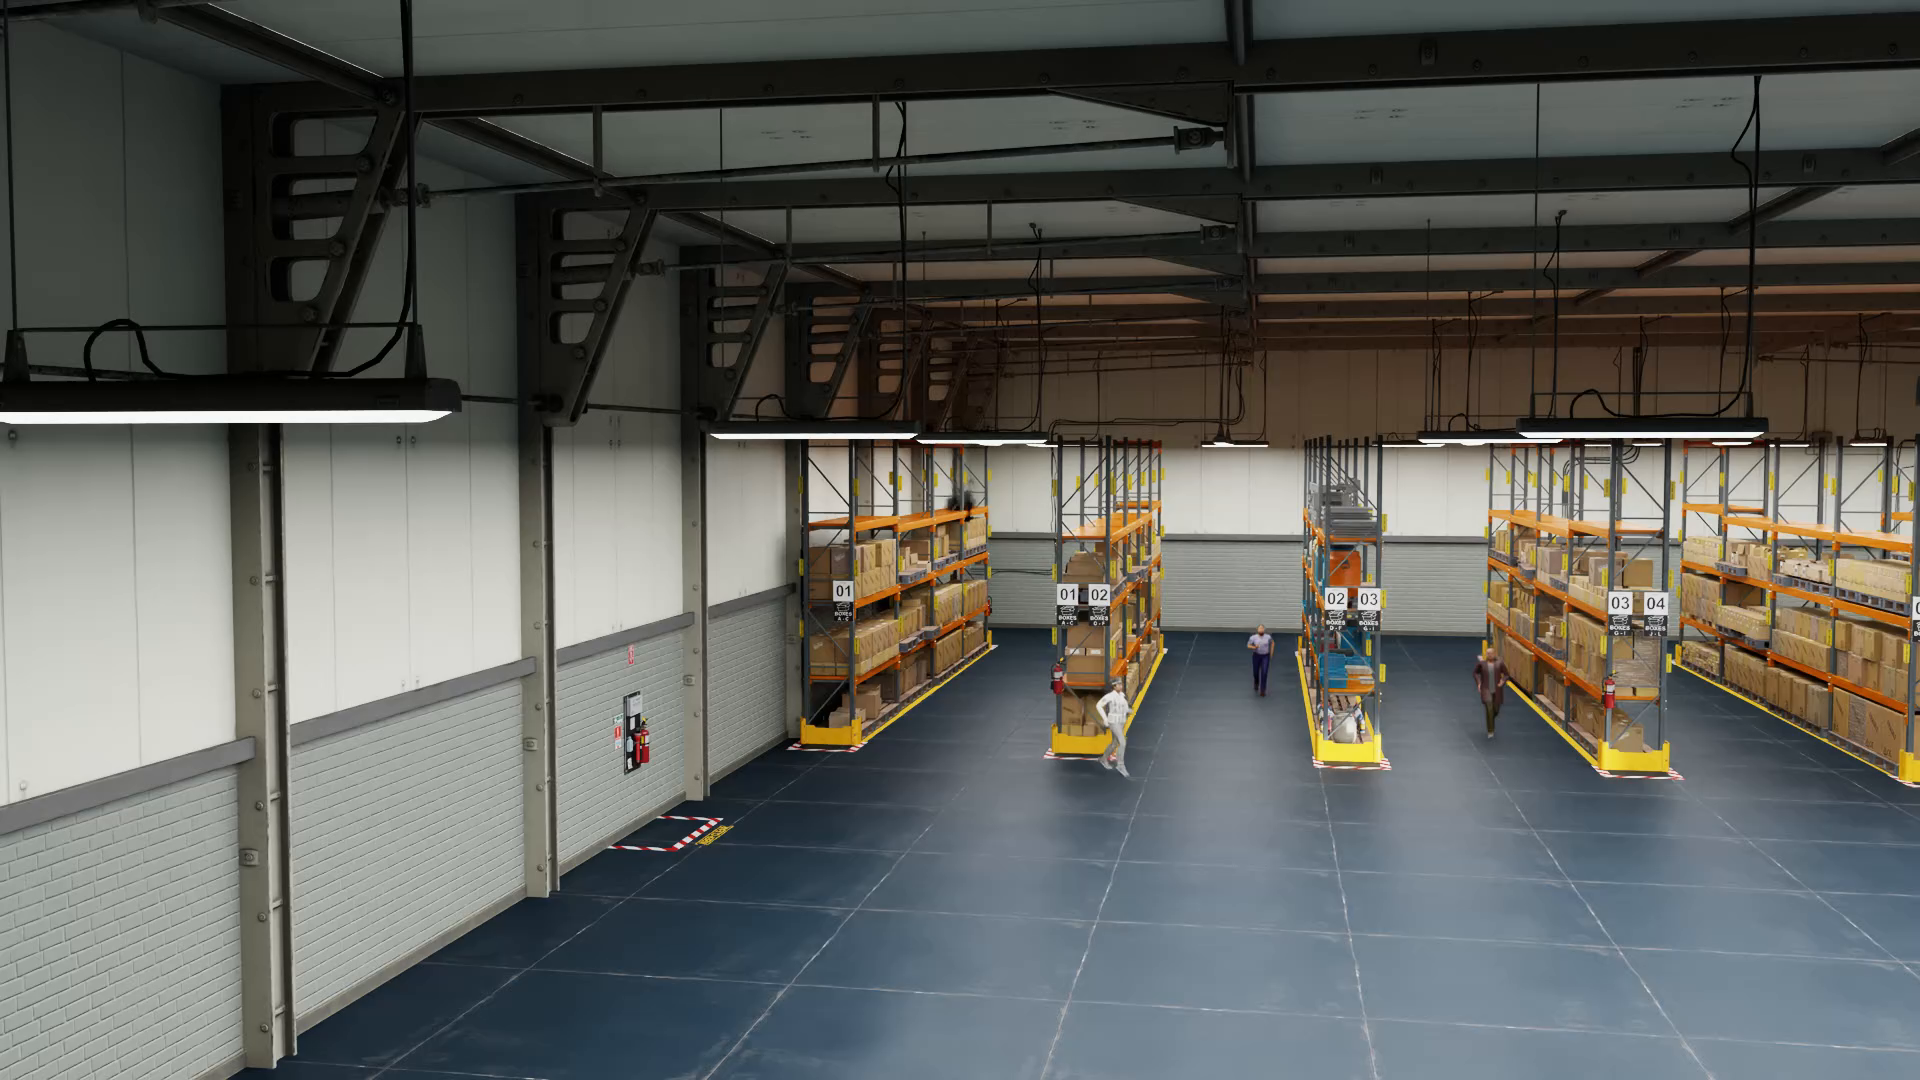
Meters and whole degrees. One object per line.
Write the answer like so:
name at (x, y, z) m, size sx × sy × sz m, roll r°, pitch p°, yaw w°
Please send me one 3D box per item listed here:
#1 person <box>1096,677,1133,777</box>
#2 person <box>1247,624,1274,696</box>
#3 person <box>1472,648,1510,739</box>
person at (2.759, 3.281, 29.437) m, size 0.736 × 1.745 × 0.589 m, roll 3°, pitch 4°, yaw 40°
person at (7.025, 2.786, 38.859) m, size 0.637 × 1.626 × 0.907 m, roll 0°, pitch 3°, yaw 8°
person at (10.654, 3.047, 33.358) m, size 0.704 × 1.775 × 0.858 m, roll 1°, pitch 3°, yaw 12°
